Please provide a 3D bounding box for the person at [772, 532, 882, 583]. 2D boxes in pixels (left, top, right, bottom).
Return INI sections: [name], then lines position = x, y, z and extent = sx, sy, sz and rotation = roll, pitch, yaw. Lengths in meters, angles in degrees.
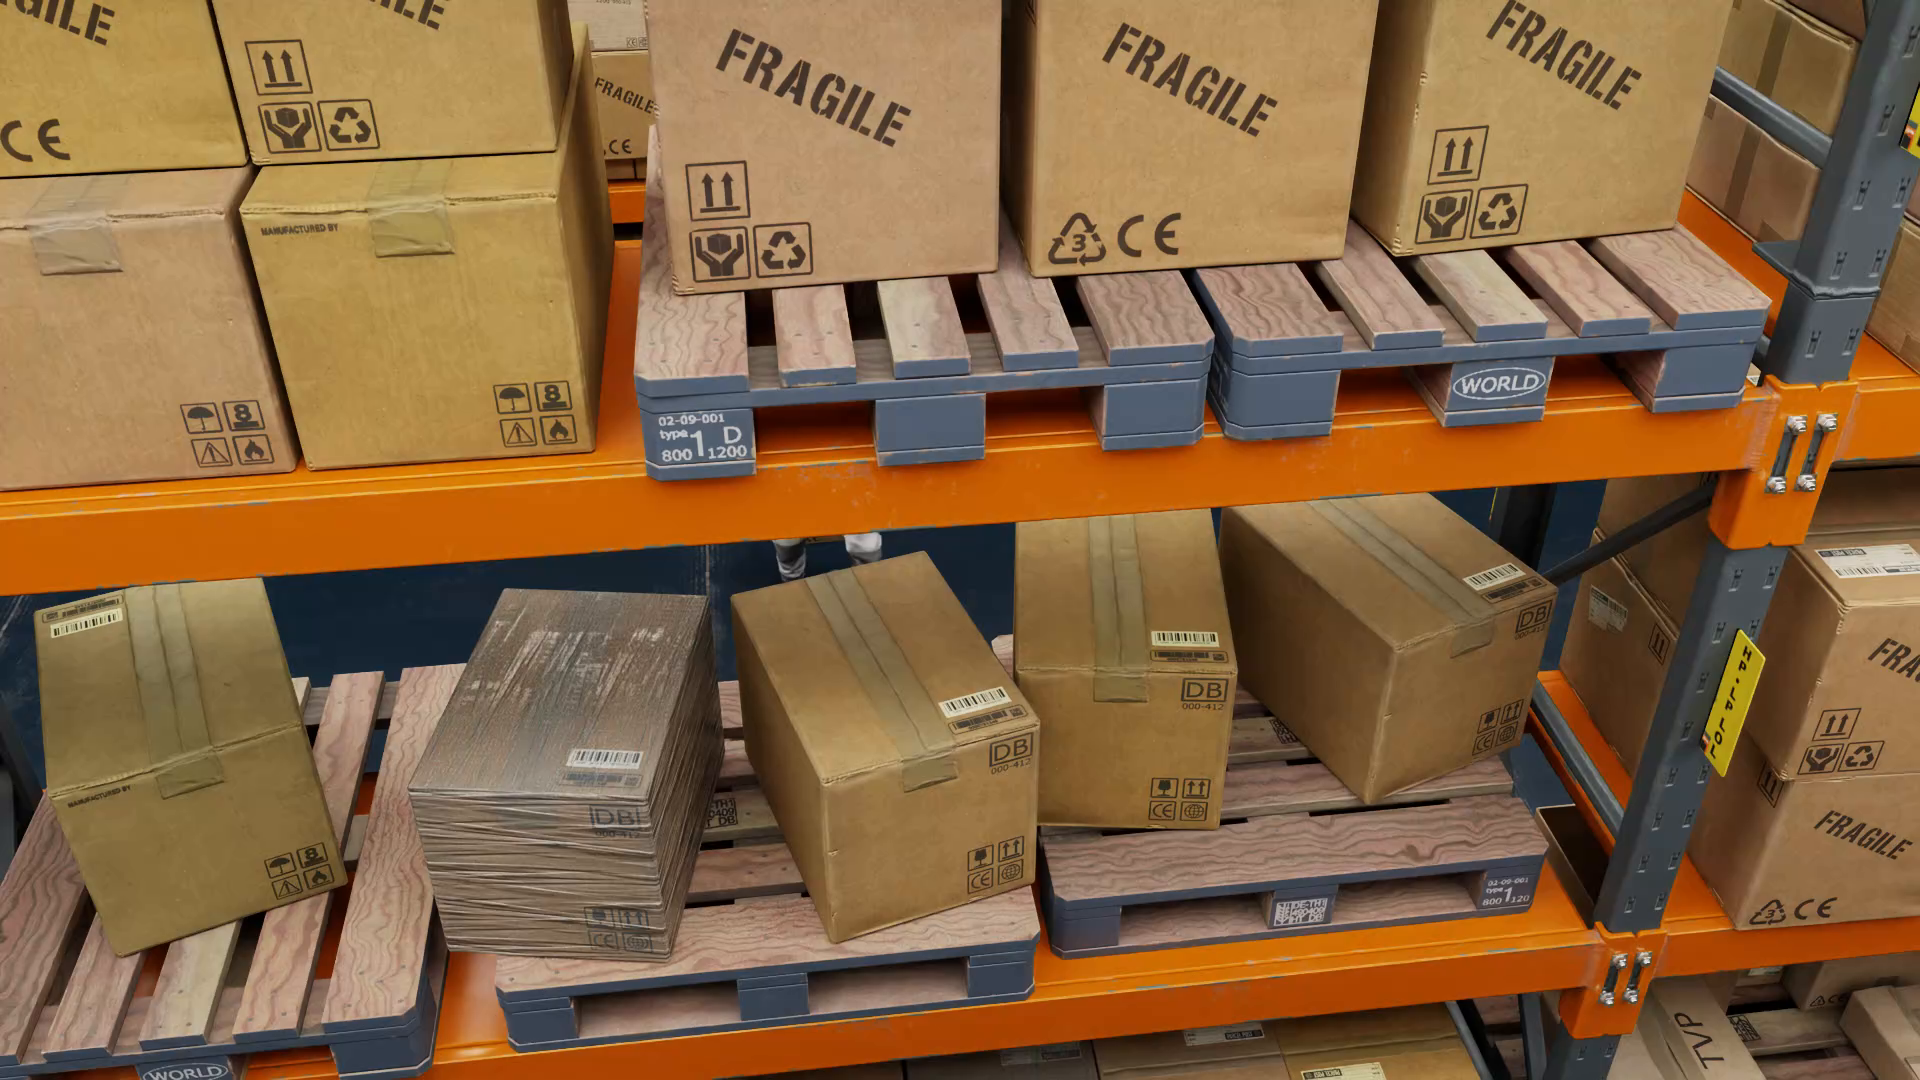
[person]
position = -0.625, -0.551, 6.921
extent = 0.574, 1.795, 0.552
rotation = -8, 35, -11
